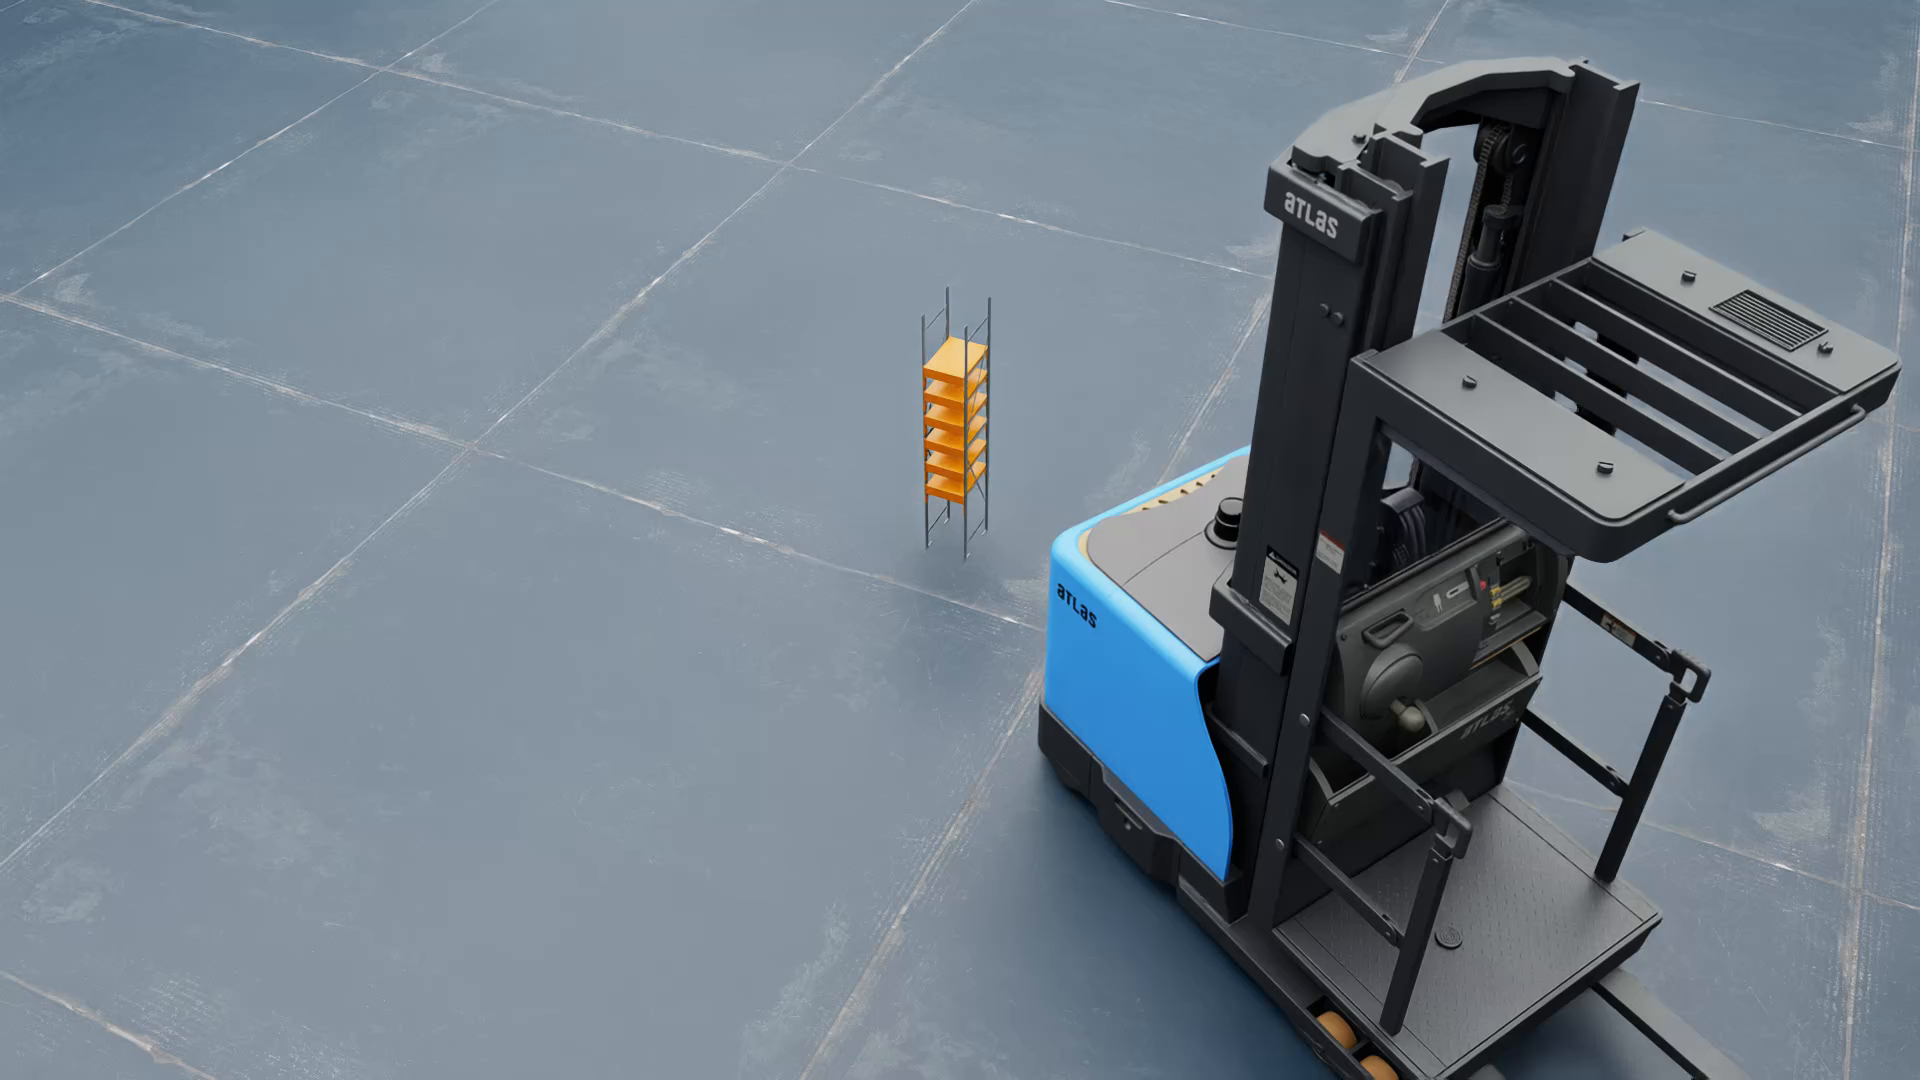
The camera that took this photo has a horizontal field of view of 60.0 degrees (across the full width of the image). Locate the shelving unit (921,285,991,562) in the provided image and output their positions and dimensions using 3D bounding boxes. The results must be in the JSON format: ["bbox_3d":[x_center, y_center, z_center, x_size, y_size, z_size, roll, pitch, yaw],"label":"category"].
[{"bbox_3d":[-0.013,-0.457,6.862,0.189,1.200,0.258,17,44,19],"label":"shelving unit"}]

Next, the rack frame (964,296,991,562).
[{"bbox_3d":[0.070,-0.432,6.832,0.006,1.200,0.240,17,44,19],"label":"rack frame"}]

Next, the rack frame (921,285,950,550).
[{"bbox_3d":[-0.096,-0.483,6.891,0.006,1.200,0.240,17,44,19],"label":"rack frame"}]

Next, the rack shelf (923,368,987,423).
[{"bbox_3d":[-0.013,-0.605,6.734,0.180,0.103,0.258,17,44,19],"label":"rack shelf"}]

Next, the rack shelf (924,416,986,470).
[{"bbox_3d":[-0.013,-0.424,6.891,0.180,0.103,0.258,17,44,19],"label":"rack shelf"}]

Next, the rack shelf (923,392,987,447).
[{"bbox_3d":[-0.013,-0.514,6.812,0.180,0.103,0.258,17,44,19],"label":"rack shelf"}]

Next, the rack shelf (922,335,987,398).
[{"bbox_3d":[-0.013,-0.696,6.655,0.180,0.103,0.258,17,44,19],"label":"rack shelf"}]

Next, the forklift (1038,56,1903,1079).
[{"bbox_3d":[1.546,0.307,4.658,1.130,2.935,3.031,-25,47,-26],"label":"forklift"}]

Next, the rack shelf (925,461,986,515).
[{"bbox_3d":[-0.013,-0.242,7.048,0.180,0.103,0.258,17,44,19],"label":"rack shelf"}]

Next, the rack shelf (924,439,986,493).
[{"bbox_3d":[-0.013,-0.333,6.969,0.180,0.103,0.258,17,44,19],"label":"rack shelf"}]
